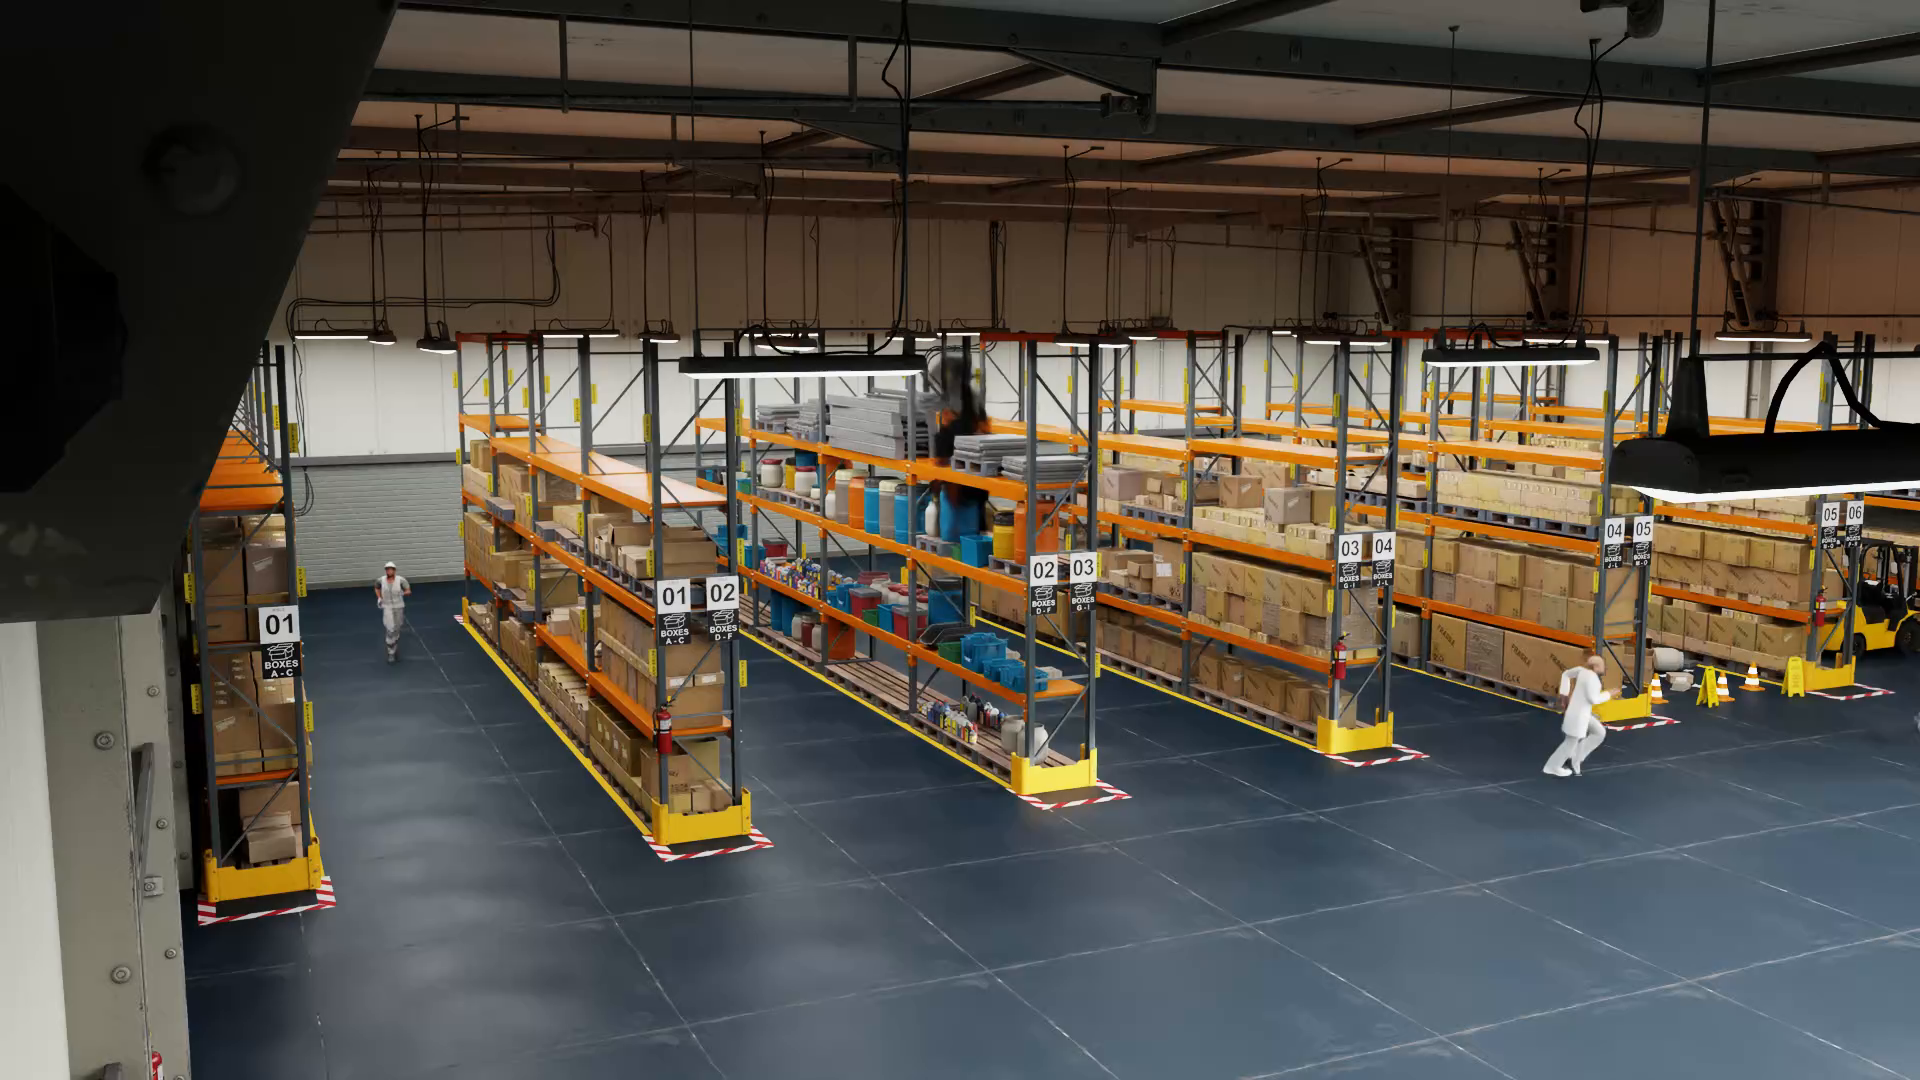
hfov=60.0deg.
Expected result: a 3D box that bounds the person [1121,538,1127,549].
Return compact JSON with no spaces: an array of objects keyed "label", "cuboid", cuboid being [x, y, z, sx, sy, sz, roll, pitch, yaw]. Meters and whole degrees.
[{"label":"person","cuboid":[3.410,0.758,35.299,0.563,1.655,0.588,-5,9,-33]}]

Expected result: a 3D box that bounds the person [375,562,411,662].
[{"label":"person","cuboid":[-10.482,1.310,30.798,0.619,1.850,0.799,-3,8,-23]}]

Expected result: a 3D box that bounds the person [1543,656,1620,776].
[{"label":"person","cuboid":[8.504,2.410,22.715,0.912,1.703,0.681,2,8,18]}]
